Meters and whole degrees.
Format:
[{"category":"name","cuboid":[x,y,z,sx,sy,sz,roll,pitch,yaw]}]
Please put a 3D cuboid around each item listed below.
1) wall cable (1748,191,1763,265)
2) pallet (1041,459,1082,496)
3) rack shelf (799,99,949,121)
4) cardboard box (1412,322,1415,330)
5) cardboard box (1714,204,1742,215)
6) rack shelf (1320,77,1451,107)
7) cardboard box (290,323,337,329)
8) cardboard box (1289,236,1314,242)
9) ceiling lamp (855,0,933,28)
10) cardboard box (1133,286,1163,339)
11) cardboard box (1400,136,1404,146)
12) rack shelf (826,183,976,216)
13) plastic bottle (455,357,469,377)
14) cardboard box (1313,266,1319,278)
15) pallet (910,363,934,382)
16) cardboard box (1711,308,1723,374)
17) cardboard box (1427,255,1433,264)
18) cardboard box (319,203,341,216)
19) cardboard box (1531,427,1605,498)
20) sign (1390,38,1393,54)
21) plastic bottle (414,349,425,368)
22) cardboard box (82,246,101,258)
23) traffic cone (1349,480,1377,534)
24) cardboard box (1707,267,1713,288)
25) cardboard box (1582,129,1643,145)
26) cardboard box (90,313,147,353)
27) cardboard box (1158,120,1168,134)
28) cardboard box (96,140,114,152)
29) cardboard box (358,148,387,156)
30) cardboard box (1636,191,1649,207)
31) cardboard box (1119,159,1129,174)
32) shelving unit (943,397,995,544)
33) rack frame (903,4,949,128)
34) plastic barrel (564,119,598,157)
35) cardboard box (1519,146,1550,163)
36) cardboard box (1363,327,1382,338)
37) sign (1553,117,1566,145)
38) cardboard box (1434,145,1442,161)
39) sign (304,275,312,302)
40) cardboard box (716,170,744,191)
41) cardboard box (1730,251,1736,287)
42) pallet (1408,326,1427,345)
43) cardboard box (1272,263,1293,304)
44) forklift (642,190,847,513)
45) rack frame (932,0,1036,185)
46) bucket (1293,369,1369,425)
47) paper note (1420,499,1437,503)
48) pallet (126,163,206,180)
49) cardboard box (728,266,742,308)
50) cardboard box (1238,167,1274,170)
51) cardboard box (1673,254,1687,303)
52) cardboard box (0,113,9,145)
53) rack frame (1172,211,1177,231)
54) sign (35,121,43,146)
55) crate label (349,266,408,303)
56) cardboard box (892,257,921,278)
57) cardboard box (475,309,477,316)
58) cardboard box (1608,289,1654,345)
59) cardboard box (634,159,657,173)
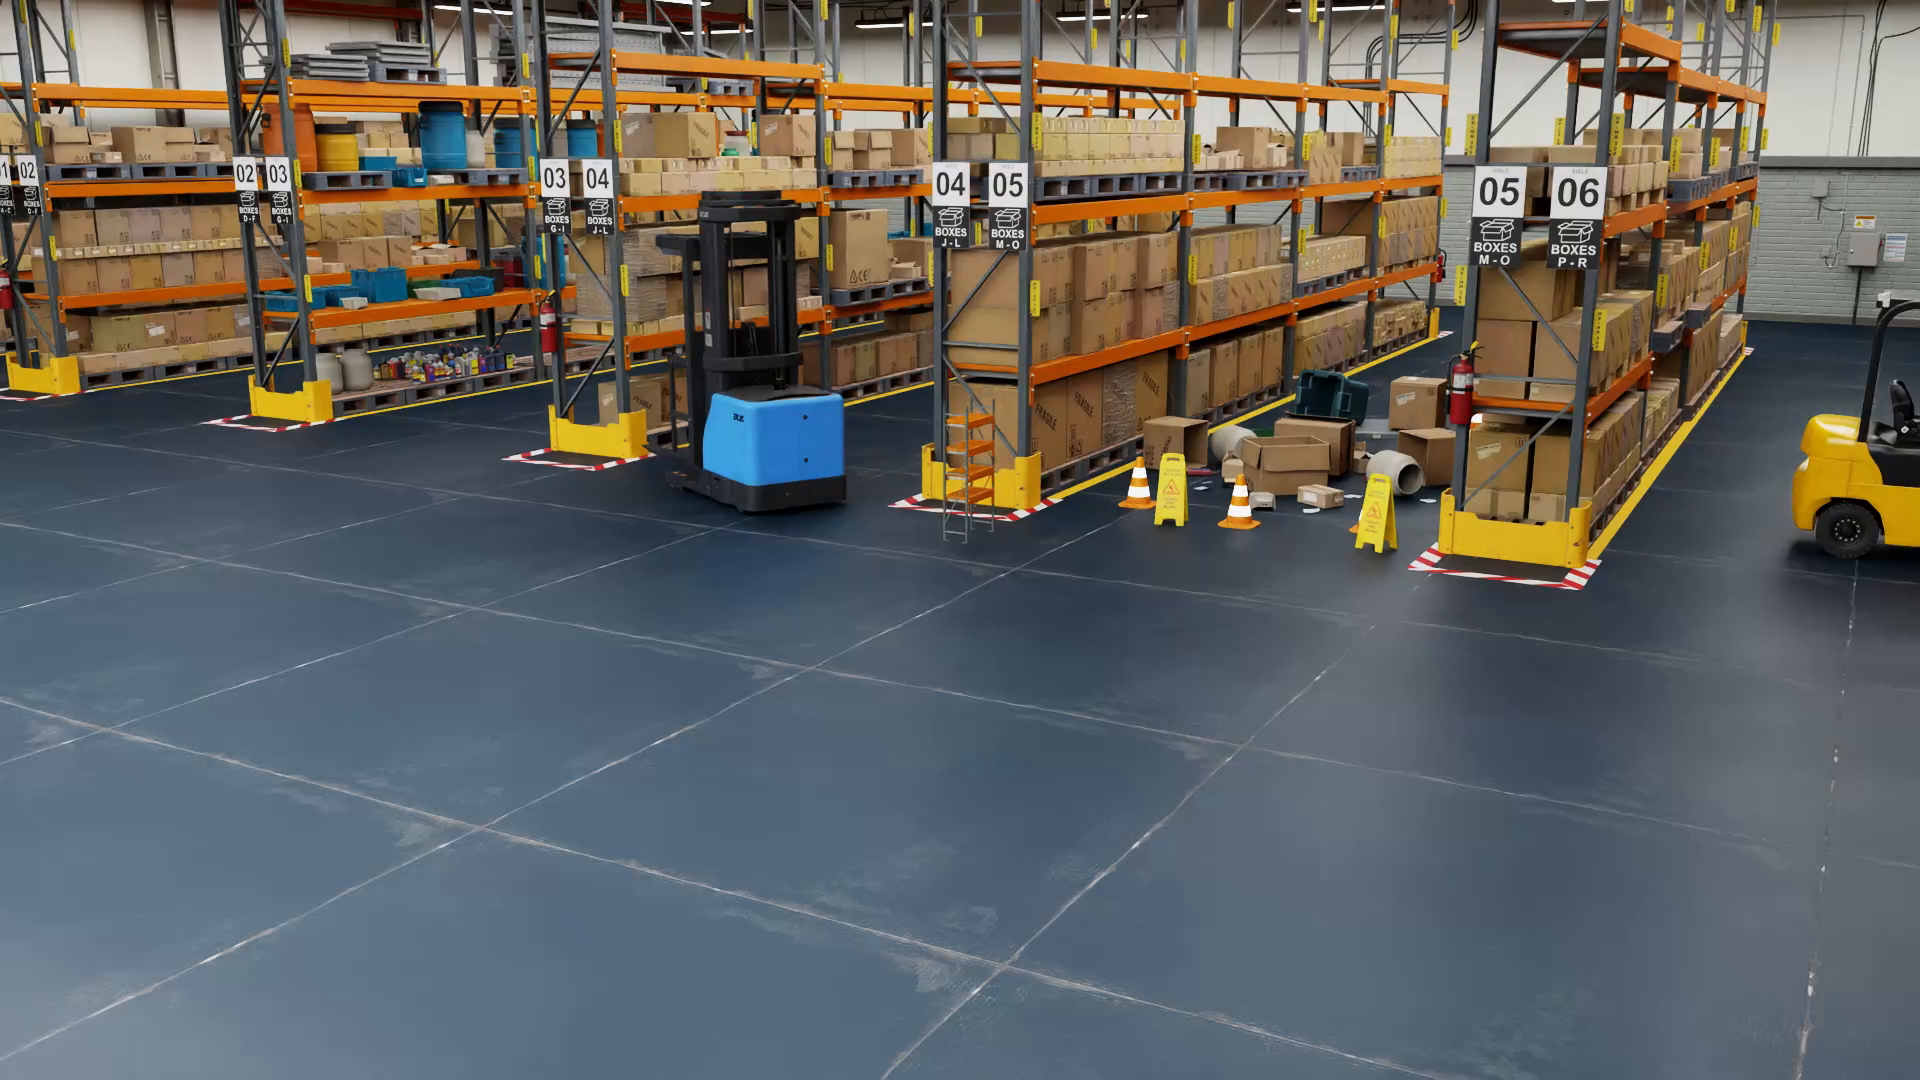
[{"category":"wall cable","cuboid":[15.035,-6.258,31.857,0.585,1.953,0.123,7,15,28]},{"category":"pallet","cuboid":[0.531,-0.664,16.838,1.003,0.211,1.213,7,15,28]},{"category":"rack shelf","cuboid":[-1.648,-8.235,31.881,1.077,0.370,4.000,7,15,28]},{"category":"cardboard box","cuboid":[7.637,-3.707,28.698,0.380,0.149,0.250,7,15,28]},{"category":"cardboard box","cuboid":[11.528,-4.964,24.995,0.380,0.149,0.250,7,15,28]},{"category":"rack shelf","cuboid":[6.981,-7.284,27.090,1.077,0.370,4.000,7,15,28]},{"category":"cardboard box","cuboid":[-10.399,-3.570,26.716,0.500,0.311,0.500,7,15,28]},{"category":"cardboard box","cuboid":[5.165,-4.541,25.340,0.380,0.149,0.250,8,15,29]},{"category":"ceiling lamp","cuboid":[-1.530,-12.856,36.204,2.000,3.185,0.800,7,15,28]},{"category":"cardboard box","cuboid":[1.732,-2.548,18.382,0.875,0.550,0.550,7,15,28]},{"category":"cardboard box","cuboid":[6.871,-6.377,26.586,0.380,0.149,0.250,7,15,26]},{"category":"rack shelf","cuboid":[-1.180,-4.769,23.050,1.077,0.370,4.000,7,15,28]},{"category":"plastic bottle","cuboid":[-6.872,-2.398,22.952,0.152,0.276,0.135,8,16,29]},{"category":"cardboard box","cuboid":[4.862,-3.805,23.557,0.380,0.149,0.250,8,16,31]},{"category":"pallet","cuboid":[-0.592,-2.555,24.681,1.003,0.211,1.213,7,15,28]},{"category":"cardboard box","cuboid":[10.166,-2.804,23.400,0.875,0.875,0.875,8,16,30]},{"category":"cardboard box","cuboid":[8.037,-4.908,29.029,0.380,0.149,0.250,7,15,28]},{"category":"cardboard box","cuboid":[-12.517,-6.496,32.589,0.500,0.250,0.500,7,15,27]},{"category":"cardboard box","cuboid":[5.238,-0.678,14.316,0.500,0.500,0.500,7,15,26]},{"category":"sign","cuboid":[7.472,-8.600,28.843,0.100,0.325,0.005,7,15,28]},{"category":"plastic bottle","cuboid":[-7.533,-2.493,23.187,0.144,0.351,0.185,7,15,28]},{"category":"cardboard box","cuboid":[-12.247,-4.027,23.241,0.380,0.149,0.250,7,15,27]},{"category":"traffic cone","cuboid":[3.673,-0.308,14.823,0.336,0.463,0.334,7,15,28]},{"category":"cardboard box","cuboid":[9.426,-3.401,21.493,0.500,0.250,0.500,7,15,28]},{"category":"cardboard box","cuboid":[6.697,-4.093,17.069,0.500,0.250,0.500,8,16,29]},{"category":"cardboard box","cuboid":[-12.056,-2.972,23.833,0.500,0.500,0.500,7,15,28]},{"category":"cardboard box","cuboid":[2.004,-4.430,17.832,0.380,0.149,0.250,7,15,28]},{"category":"cardboard box","cuboid":[-12.156,-5.620,24.040,0.500,0.311,0.500,10,17,35]},{"category":"cardboard box","cuboid":[-9.839,-6.348,27.489,0.500,0.250,0.500,6,15,23]},{"category":"cardboard box","cuboid":[6.133,-3.155,15.355,0.380,0.149,0.250,8,16,30]},{"category":"cardboard box","cuboid":[1.513,-3.832,17.055,0.380,0.149,0.250,7,15,28]},{"category":"shelving unit","cuboid":[0.080,-0.617,14.534,0.258,1.200,0.503,7,15,28]},{"category":"rack frame","cuboid":[-0.681,-9.190,33.452,1.000,3.000,0.127,7,15,28]},{"category":"plastic barrel","cuboid":[-5.794,-5.911,25.180,0.600,0.901,0.708,7,15,28]},{"category":"cardboard box","cuboid":[4.658,-3.182,13.766,0.380,0.149,0.250,8,16,29]},{"category":"cardboard box","cuboid":[6.469,-3.310,26.414,0.380,0.149,0.250,8,16,31]},{"category":"sign","cuboid":[6.041,-4.091,16.757,0.100,0.325,0.005,7,15,28]},{"category":"cardboard box","cuboid":[7.947,-6.634,28.506,0.500,0.250,0.500,7,15,26]},{"category":"sign","cuboid":[-7.937,-3.062,20.244,0.100,0.325,0.005,7,15,28]},{"category":"cardboard box","cuboid":[-2.887,-4.199,19.472,0.500,0.250,0.500,8,16,30]},{"category":"cardboard box","cuboid":[11.099,-3.987,24.457,0.500,0.500,0.500,7,15,28]},{"category":"pallet","cuboid":[7.487,-3.596,28.997,1.003,0.211,1.213,7,15,28]},{"category":"cardboard box","cuboid":[4.097,-3.414,22.081,0.500,0.500,0.500,7,15,28]},{"category":"forklift","cuboid":[-2.299,-1.971,16.454,1.130,2.935,3.031,-9,16,-32]},{"category":"rack frame","cuboid":[0.213,-4.763,15.091,1.000,3.000,0.127,7,15,28]},{"category":"bucket","cuboid":[4.099,-1.526,18.204,0.620,0.611,0.726,1,9,-42]},{"category":"paper note","cuboid":[4.525,-0.384,16.061,0.142,0.019,0.148,2,14,9]},{"category":"pallet","cuboid":[-11.797,-5.361,24.160,1.003,0.211,1.213,7,15,28]},{"category":"cardboard box","cuboid":[-3.122,-3.048,19.927,0.875,0.500,0.500,7,15,28]},{"category":"cardboard box","cuboid":[4.134,-5.141,22.844,0.500,0.500,0.500,7,15,28]},{"category":"cardboard box","cuboid":[7.738,-2.898,18.409,0.500,0.500,0.500,7,15,26]},{"category":"cardboard box","cuboid":[-15.659,-6.581,26.641,0.500,0.500,0.500,7,15,26]},{"category":"rack frame","cuboid":[3.654,-5.712,31.827,1.000,3.000,0.127,7,15,28]},{"category":"sign","cuboid":[-12.268,-5.410,22.140,0.100,0.325,0.005,7,15,28]},{"category":"crate label","cuboid":[-7.763,-3.416,22.228,0.502,0.435,0.616,7,15,28]},{"category":"cardboard box","cuboid":[-0.783,-3.837,23.439,0.396,0.266,0.258,7,15,26]},{"category":"cardboard box","cuboid":[-8.636,-4.411,30.825,0.500,0.500,0.500,8,16,30]},{"category":"cardboard box","cuboid":[6.531,-2.201,16.416,0.500,0.500,0.500,7,15,27]},{"category":"cardboard box","cuboid":[-3.535,-4.081,18.131,0.380,0.149,0.250,8,16,29]}]
